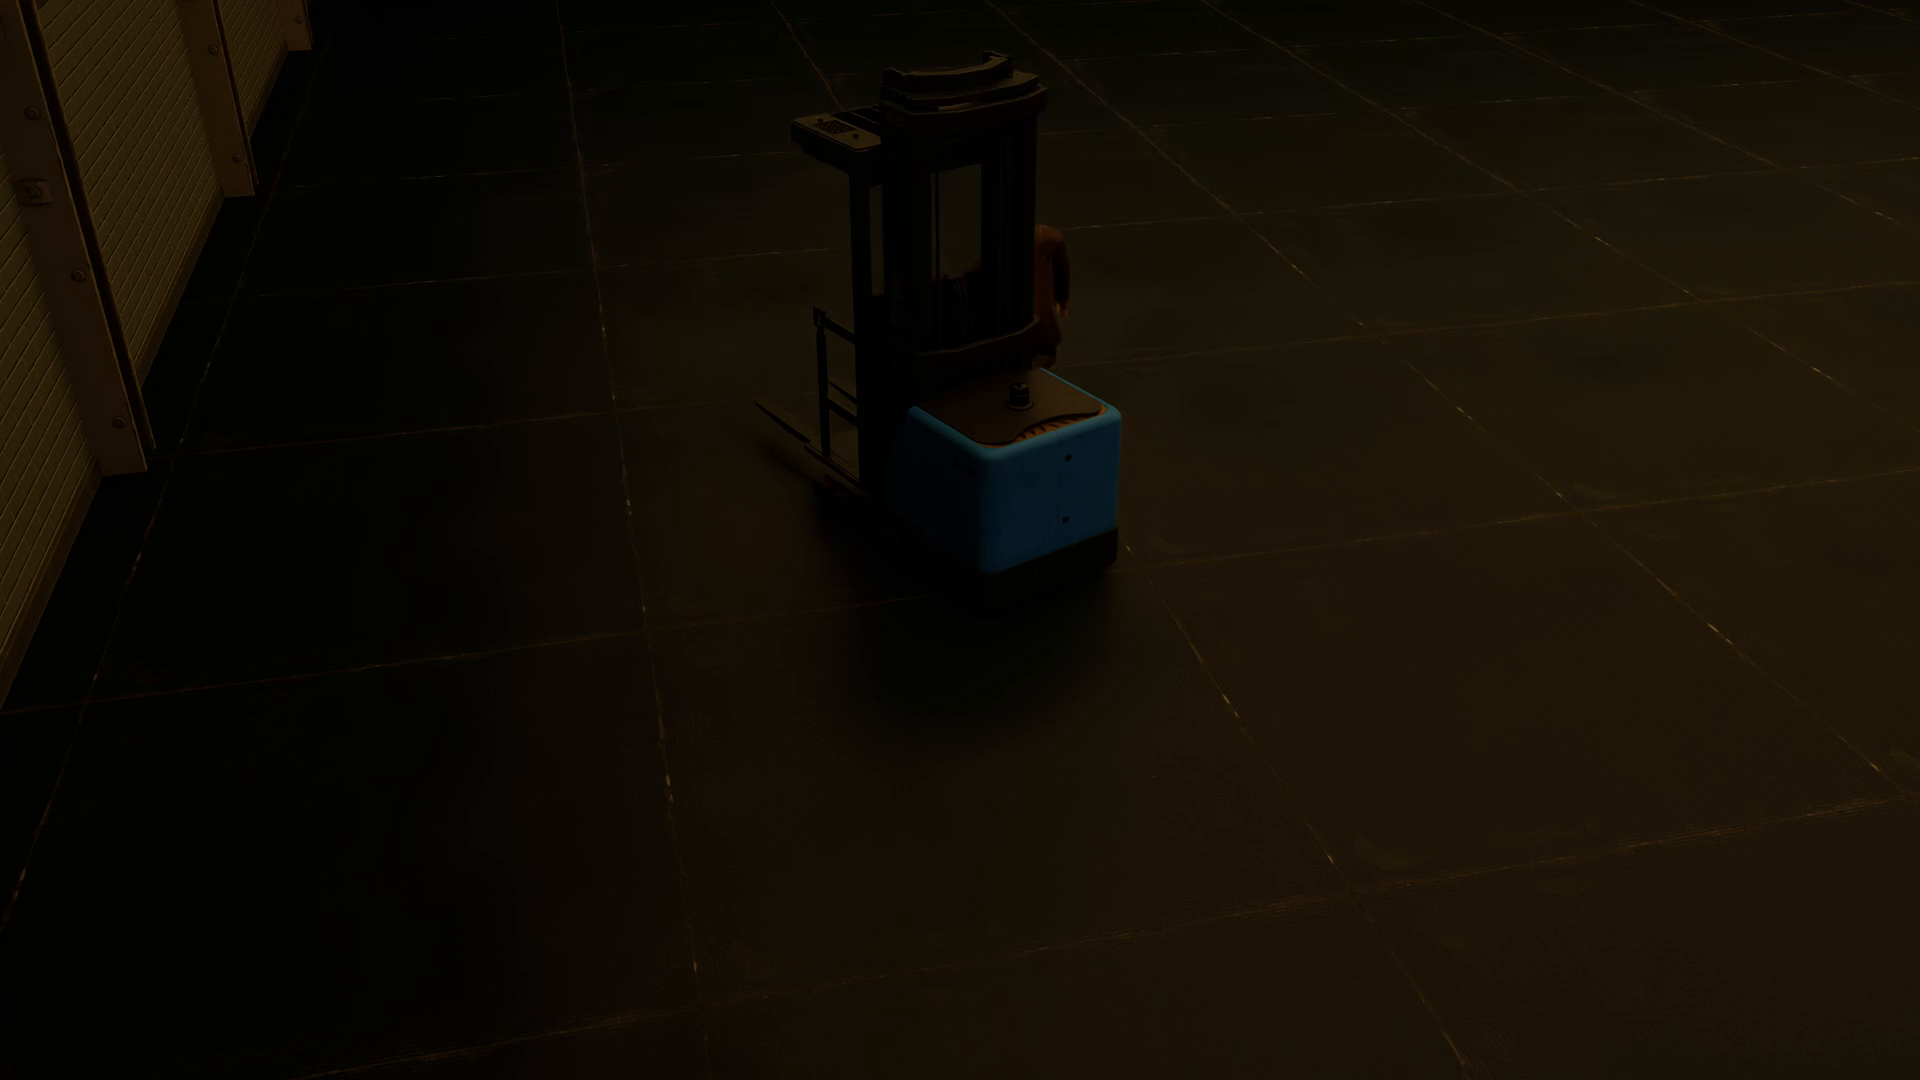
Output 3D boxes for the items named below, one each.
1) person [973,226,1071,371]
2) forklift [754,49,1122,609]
[{"bbox_3d":[0.380,-1.666,11.864,0.744,1.560,0.750,6,31,10],"label":"person"},{"bbox_3d":[-0.307,-1.552,10.255,1.130,2.935,3.031,-20,35,-30],"label":"forklift"}]
